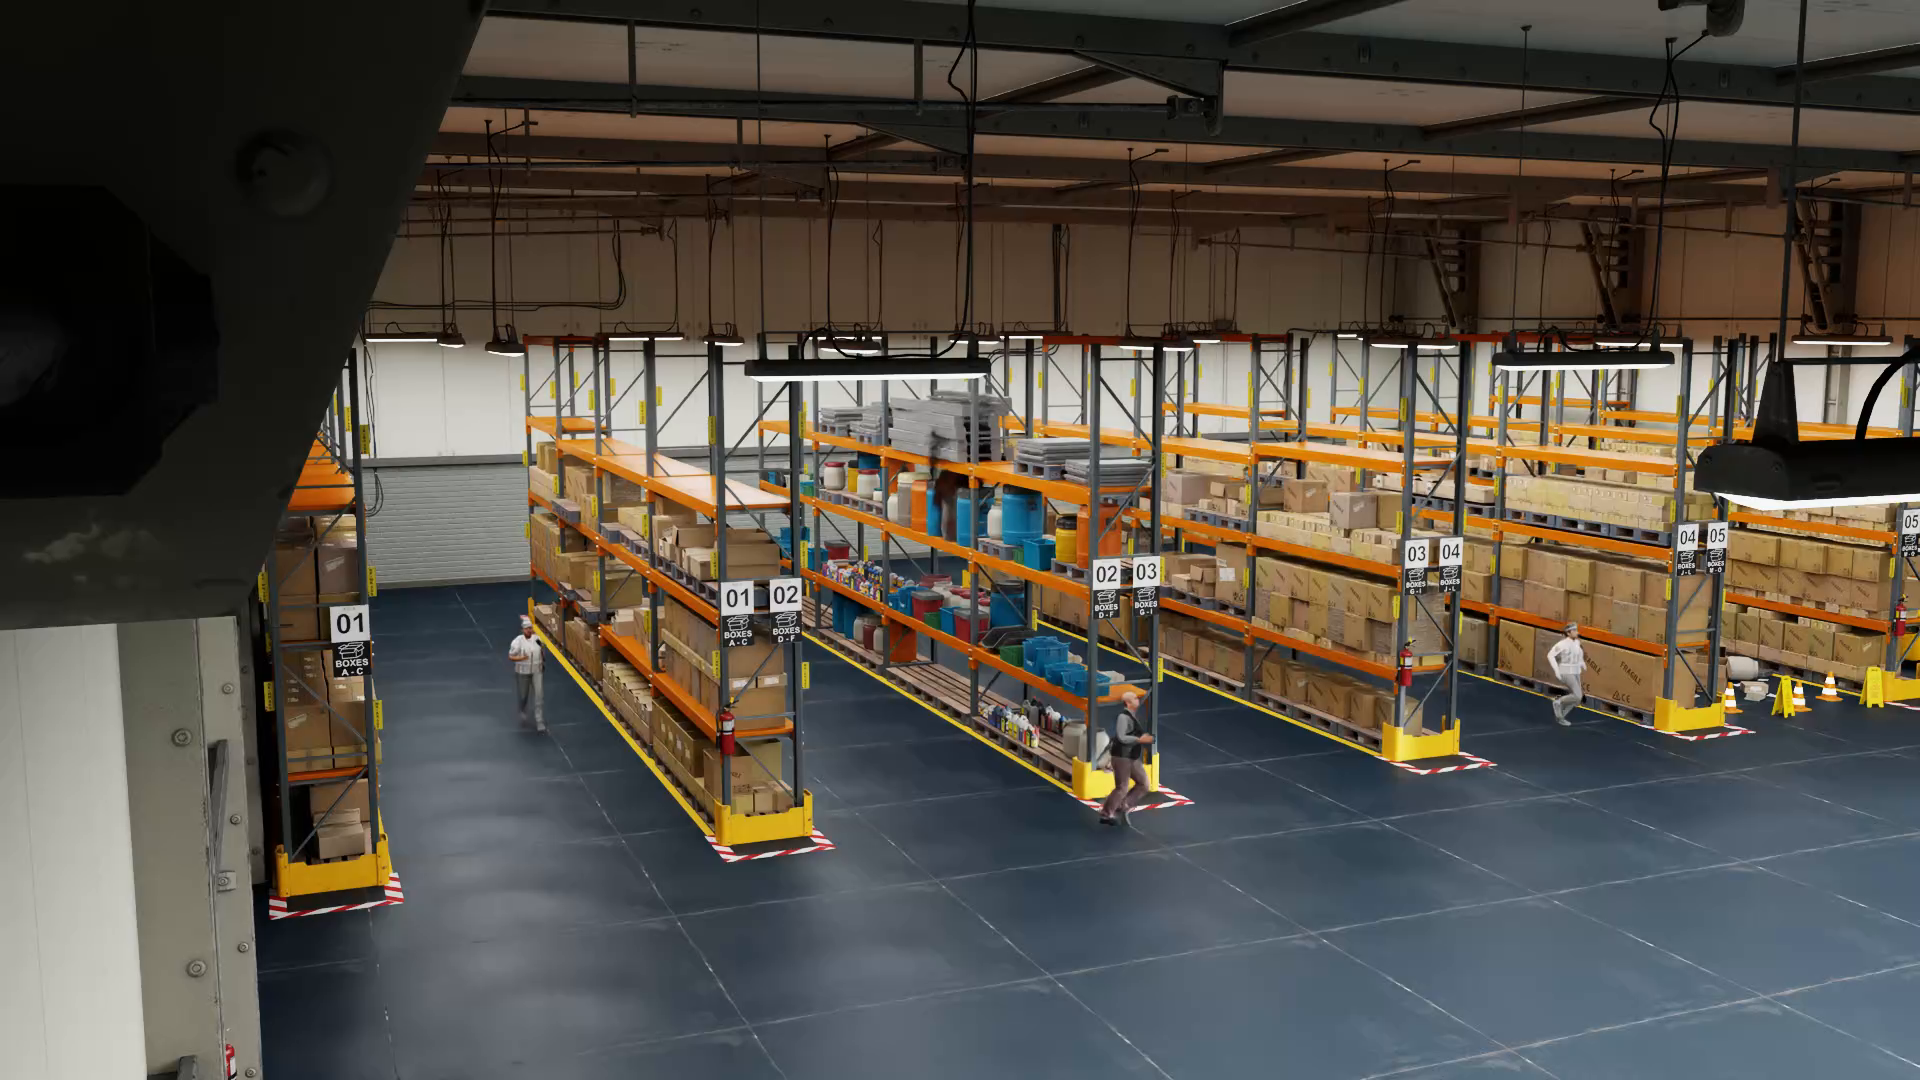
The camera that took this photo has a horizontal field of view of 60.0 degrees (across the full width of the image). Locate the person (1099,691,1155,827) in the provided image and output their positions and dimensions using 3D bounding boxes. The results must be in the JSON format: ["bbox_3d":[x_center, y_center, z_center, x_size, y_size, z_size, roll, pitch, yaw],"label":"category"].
[{"bbox_3d":[2.124,2.745,20.799,0.685,1.726,0.663,3,8,22],"label":"person"}]

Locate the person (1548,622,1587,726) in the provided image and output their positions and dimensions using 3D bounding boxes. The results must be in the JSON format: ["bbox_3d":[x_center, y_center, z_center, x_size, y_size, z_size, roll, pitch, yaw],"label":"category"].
[{"bbox_3d":[9.521,2.084,25.885,0.612,1.638,0.526,-6,9,-36],"label":"person"}]

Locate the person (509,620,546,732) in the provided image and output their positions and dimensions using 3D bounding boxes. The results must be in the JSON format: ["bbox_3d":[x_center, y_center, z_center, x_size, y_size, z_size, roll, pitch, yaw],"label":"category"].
[{"bbox_3d":[-6.682,2.072,25.762,0.598,1.691,0.874,-4,9,-27],"label":"person"}]
